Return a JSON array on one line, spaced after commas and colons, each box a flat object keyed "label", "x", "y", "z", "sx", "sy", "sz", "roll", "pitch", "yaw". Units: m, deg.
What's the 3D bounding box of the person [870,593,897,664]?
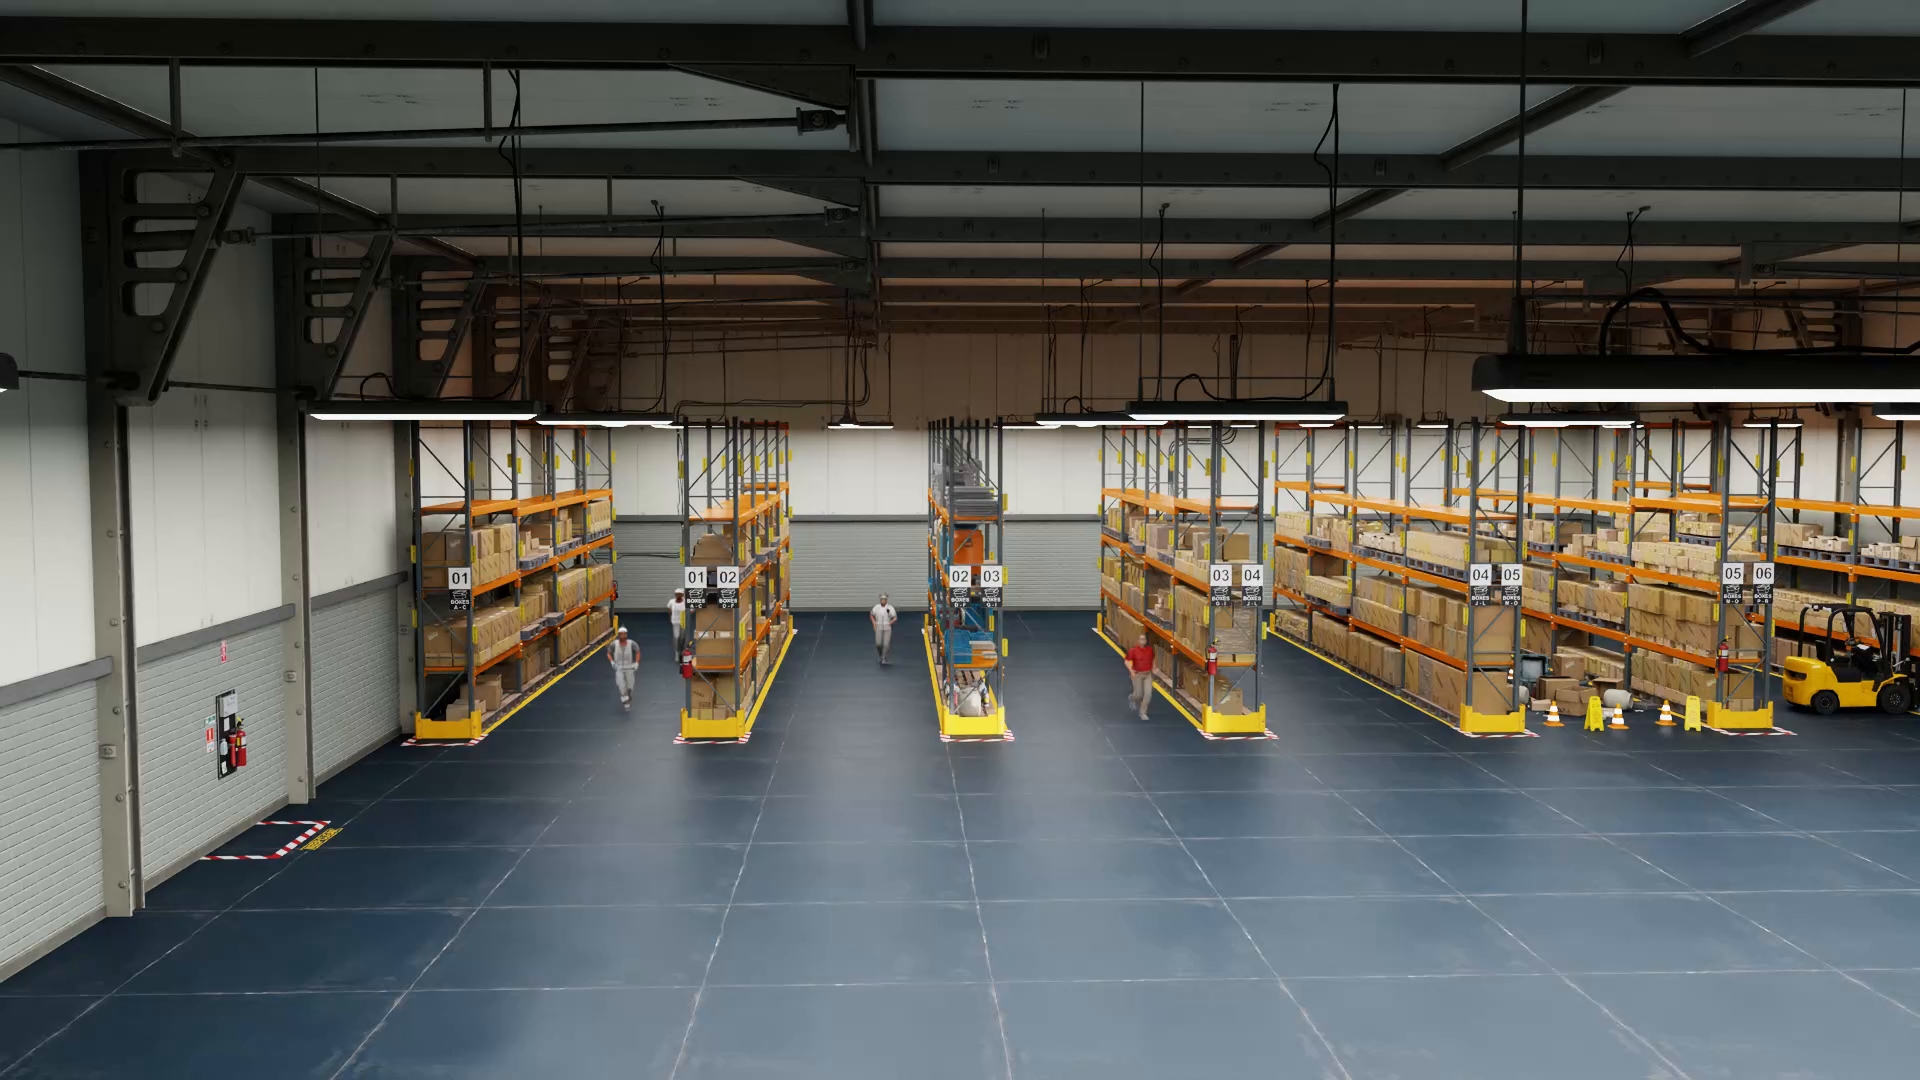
[{"label": "person", "x": -1.890, "y": 2.182, "z": 40.963, "sx": 0.681, "sy": 1.739, "sz": 0.602, "roll": 0, "pitch": 4, "yaw": 2}]

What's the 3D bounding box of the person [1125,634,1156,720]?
[{"label": "person", "x": 3.623, "y": 2.729, "z": 33.279, "sx": 0.672, "sy": 1.703, "sz": 0.644, "roll": -1, "pitch": 4, "yaw": -15}]

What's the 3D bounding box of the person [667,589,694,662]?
[{"label": "person", "x": -7.016, "y": 2.115, "z": 41.789, "sx": 0.672, "sy": 1.809, "sz": 0.872, "roll": -1, "pitch": 4, "yaw": -8}]

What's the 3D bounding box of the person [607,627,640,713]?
[{"label": "person", "x": -6.881, "y": 2.640, "z": 34.020, "sx": 0.678, "sy": 1.740, "sz": 0.593, "roll": -1, "pitch": 4, "yaw": -11}]
